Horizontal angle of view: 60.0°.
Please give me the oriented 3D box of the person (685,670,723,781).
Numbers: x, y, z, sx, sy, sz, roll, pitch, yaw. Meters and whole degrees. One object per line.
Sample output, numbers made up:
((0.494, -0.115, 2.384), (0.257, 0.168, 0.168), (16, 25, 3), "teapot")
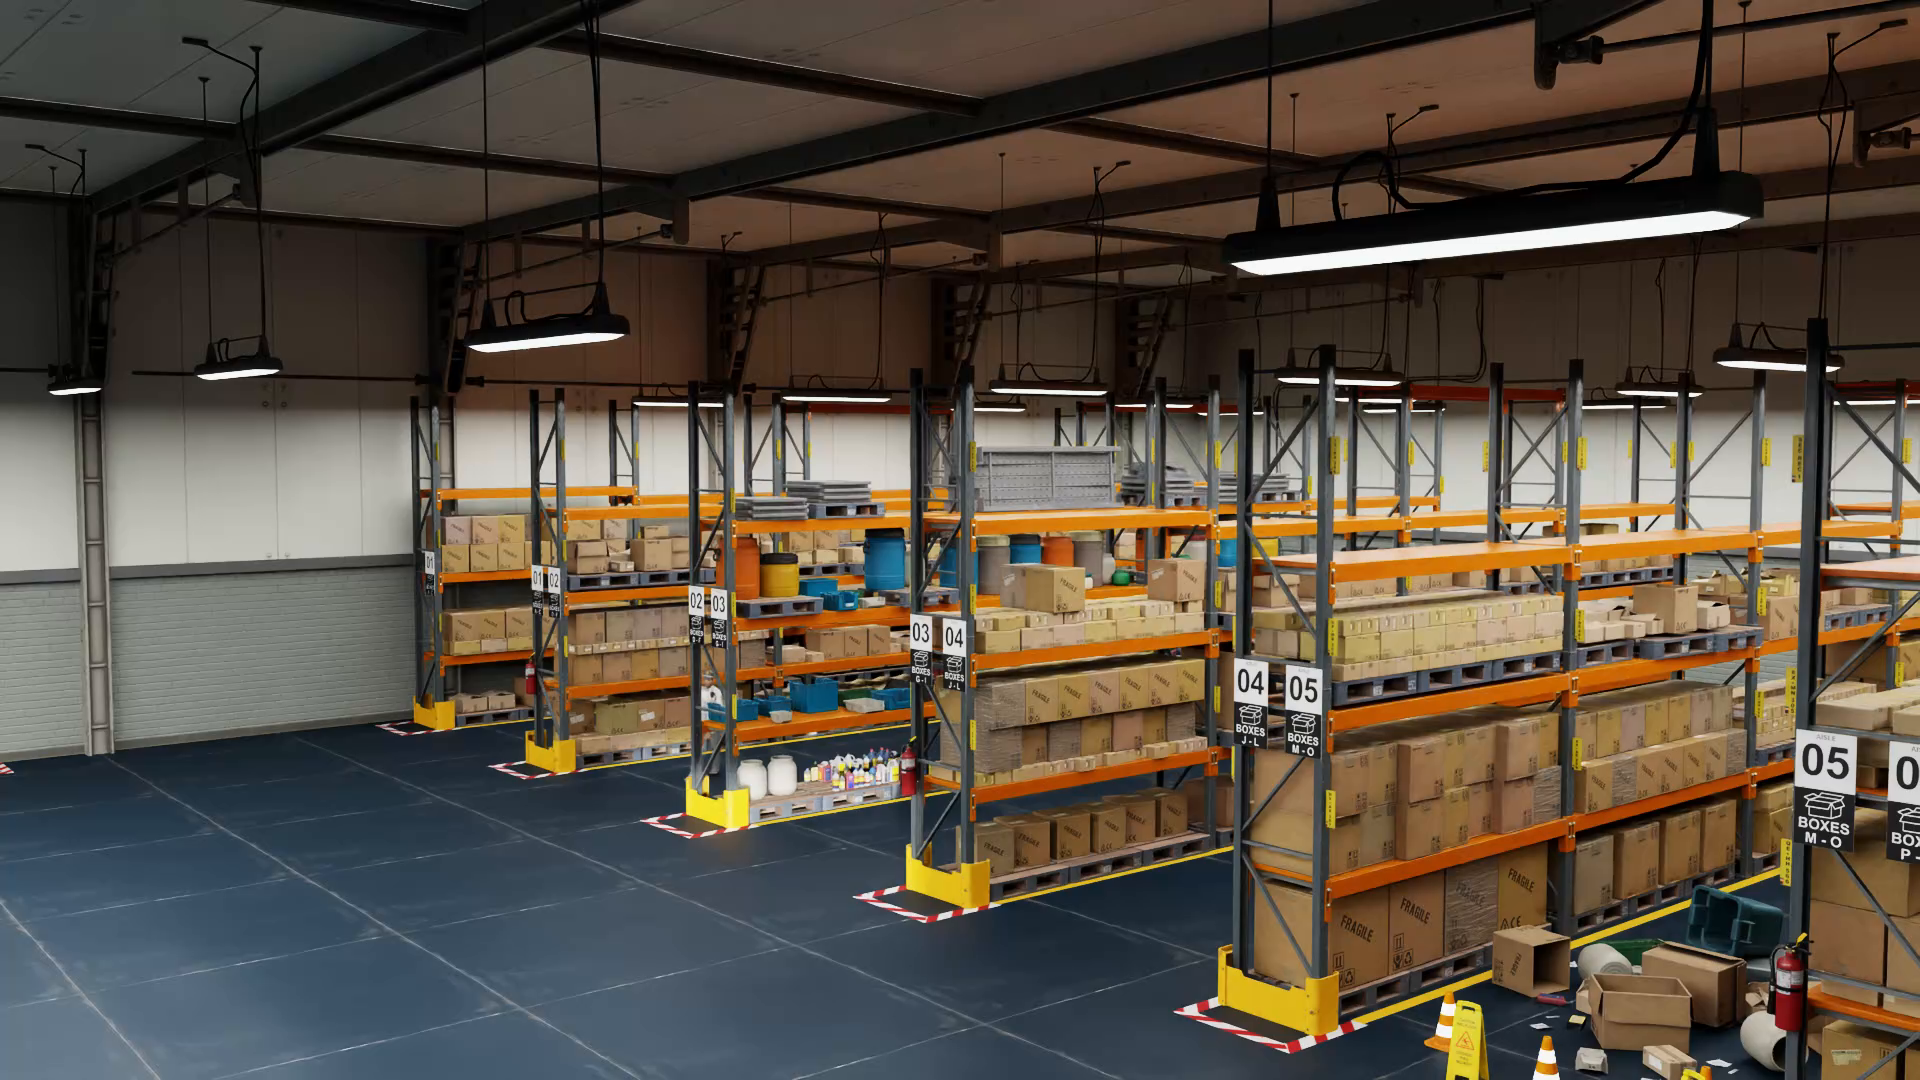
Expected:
((-3.888, 2.816, 25.523), (0.522, 1.648, 0.788), (0, 3, 6), "person")
